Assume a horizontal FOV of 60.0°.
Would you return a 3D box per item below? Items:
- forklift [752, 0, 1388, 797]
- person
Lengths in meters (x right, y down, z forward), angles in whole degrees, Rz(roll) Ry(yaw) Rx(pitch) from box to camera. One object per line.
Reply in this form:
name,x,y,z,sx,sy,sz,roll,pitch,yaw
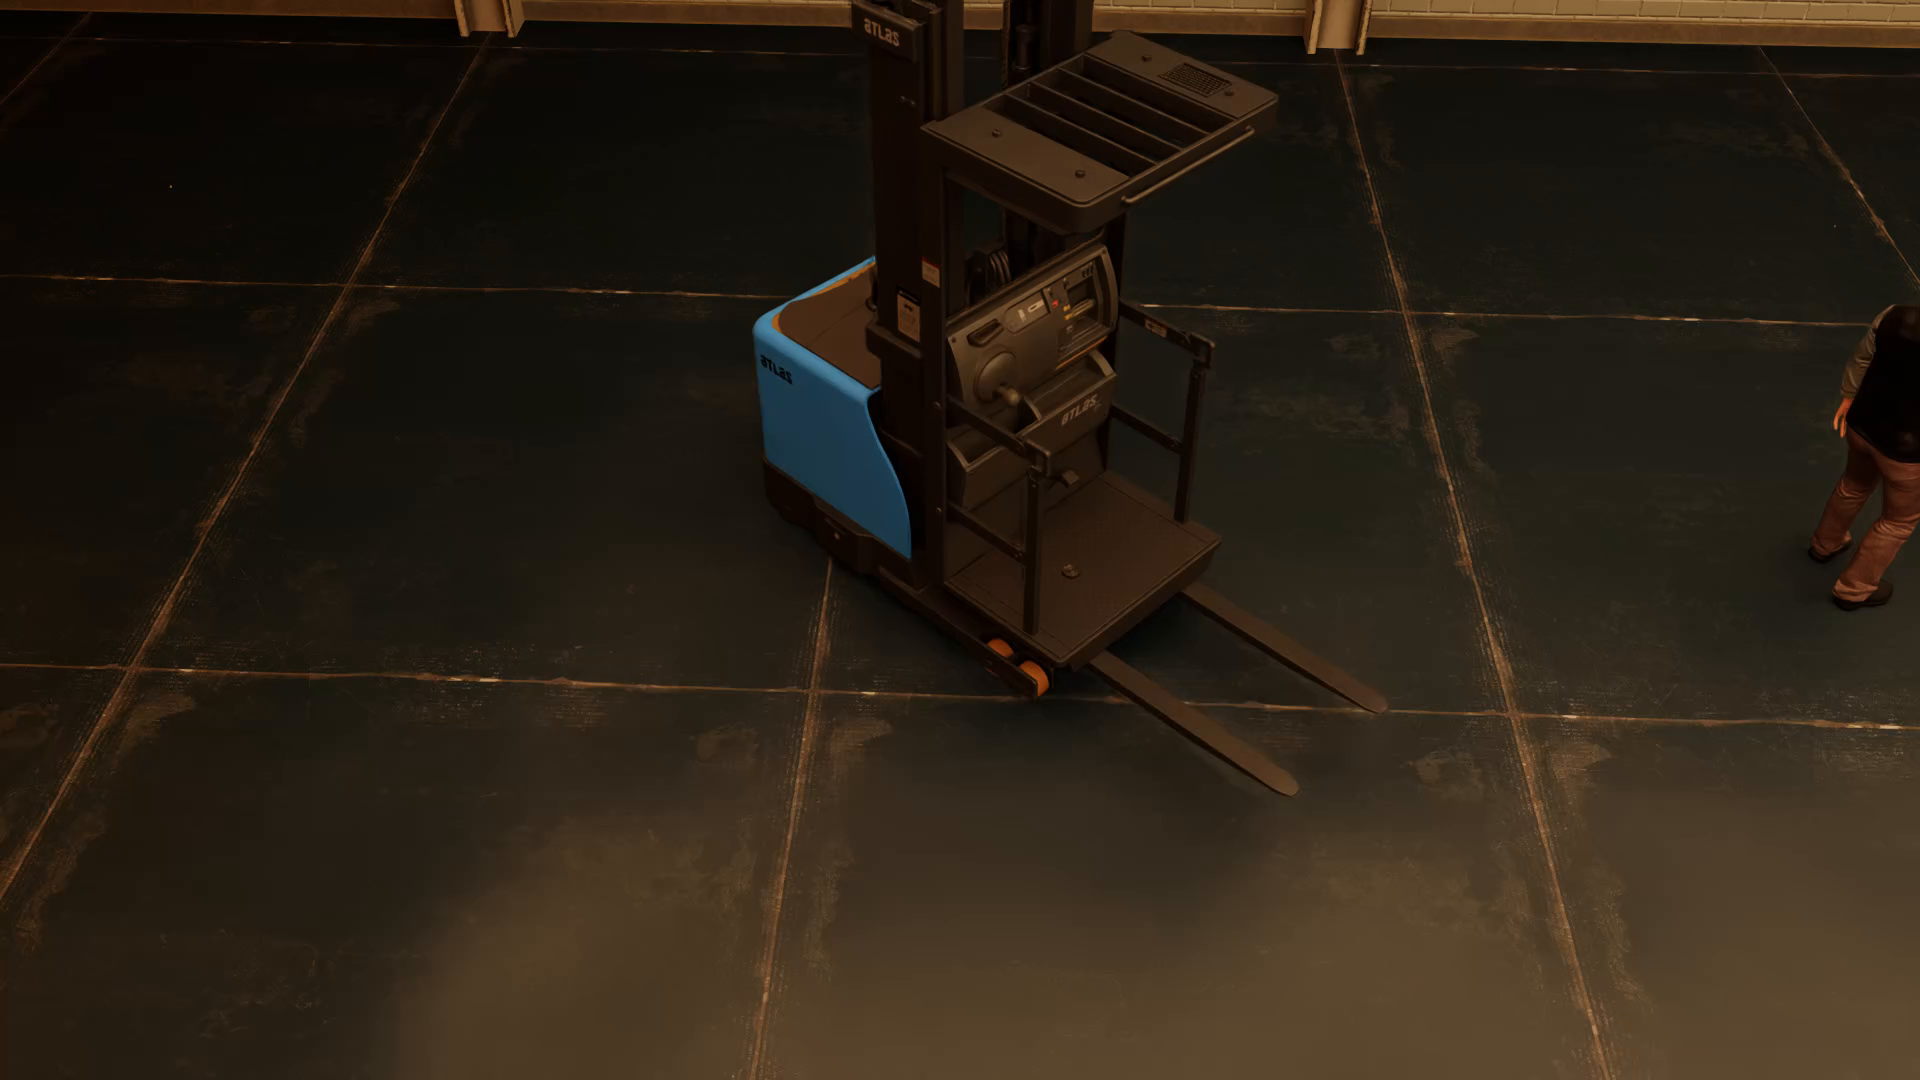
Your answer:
forklift,0.455,-0.795,6.613,3.031,2.935,1.130,34,52,31
person,4.079,-0.448,7.158,0.509,1.748,0.614,-14,44,-15
